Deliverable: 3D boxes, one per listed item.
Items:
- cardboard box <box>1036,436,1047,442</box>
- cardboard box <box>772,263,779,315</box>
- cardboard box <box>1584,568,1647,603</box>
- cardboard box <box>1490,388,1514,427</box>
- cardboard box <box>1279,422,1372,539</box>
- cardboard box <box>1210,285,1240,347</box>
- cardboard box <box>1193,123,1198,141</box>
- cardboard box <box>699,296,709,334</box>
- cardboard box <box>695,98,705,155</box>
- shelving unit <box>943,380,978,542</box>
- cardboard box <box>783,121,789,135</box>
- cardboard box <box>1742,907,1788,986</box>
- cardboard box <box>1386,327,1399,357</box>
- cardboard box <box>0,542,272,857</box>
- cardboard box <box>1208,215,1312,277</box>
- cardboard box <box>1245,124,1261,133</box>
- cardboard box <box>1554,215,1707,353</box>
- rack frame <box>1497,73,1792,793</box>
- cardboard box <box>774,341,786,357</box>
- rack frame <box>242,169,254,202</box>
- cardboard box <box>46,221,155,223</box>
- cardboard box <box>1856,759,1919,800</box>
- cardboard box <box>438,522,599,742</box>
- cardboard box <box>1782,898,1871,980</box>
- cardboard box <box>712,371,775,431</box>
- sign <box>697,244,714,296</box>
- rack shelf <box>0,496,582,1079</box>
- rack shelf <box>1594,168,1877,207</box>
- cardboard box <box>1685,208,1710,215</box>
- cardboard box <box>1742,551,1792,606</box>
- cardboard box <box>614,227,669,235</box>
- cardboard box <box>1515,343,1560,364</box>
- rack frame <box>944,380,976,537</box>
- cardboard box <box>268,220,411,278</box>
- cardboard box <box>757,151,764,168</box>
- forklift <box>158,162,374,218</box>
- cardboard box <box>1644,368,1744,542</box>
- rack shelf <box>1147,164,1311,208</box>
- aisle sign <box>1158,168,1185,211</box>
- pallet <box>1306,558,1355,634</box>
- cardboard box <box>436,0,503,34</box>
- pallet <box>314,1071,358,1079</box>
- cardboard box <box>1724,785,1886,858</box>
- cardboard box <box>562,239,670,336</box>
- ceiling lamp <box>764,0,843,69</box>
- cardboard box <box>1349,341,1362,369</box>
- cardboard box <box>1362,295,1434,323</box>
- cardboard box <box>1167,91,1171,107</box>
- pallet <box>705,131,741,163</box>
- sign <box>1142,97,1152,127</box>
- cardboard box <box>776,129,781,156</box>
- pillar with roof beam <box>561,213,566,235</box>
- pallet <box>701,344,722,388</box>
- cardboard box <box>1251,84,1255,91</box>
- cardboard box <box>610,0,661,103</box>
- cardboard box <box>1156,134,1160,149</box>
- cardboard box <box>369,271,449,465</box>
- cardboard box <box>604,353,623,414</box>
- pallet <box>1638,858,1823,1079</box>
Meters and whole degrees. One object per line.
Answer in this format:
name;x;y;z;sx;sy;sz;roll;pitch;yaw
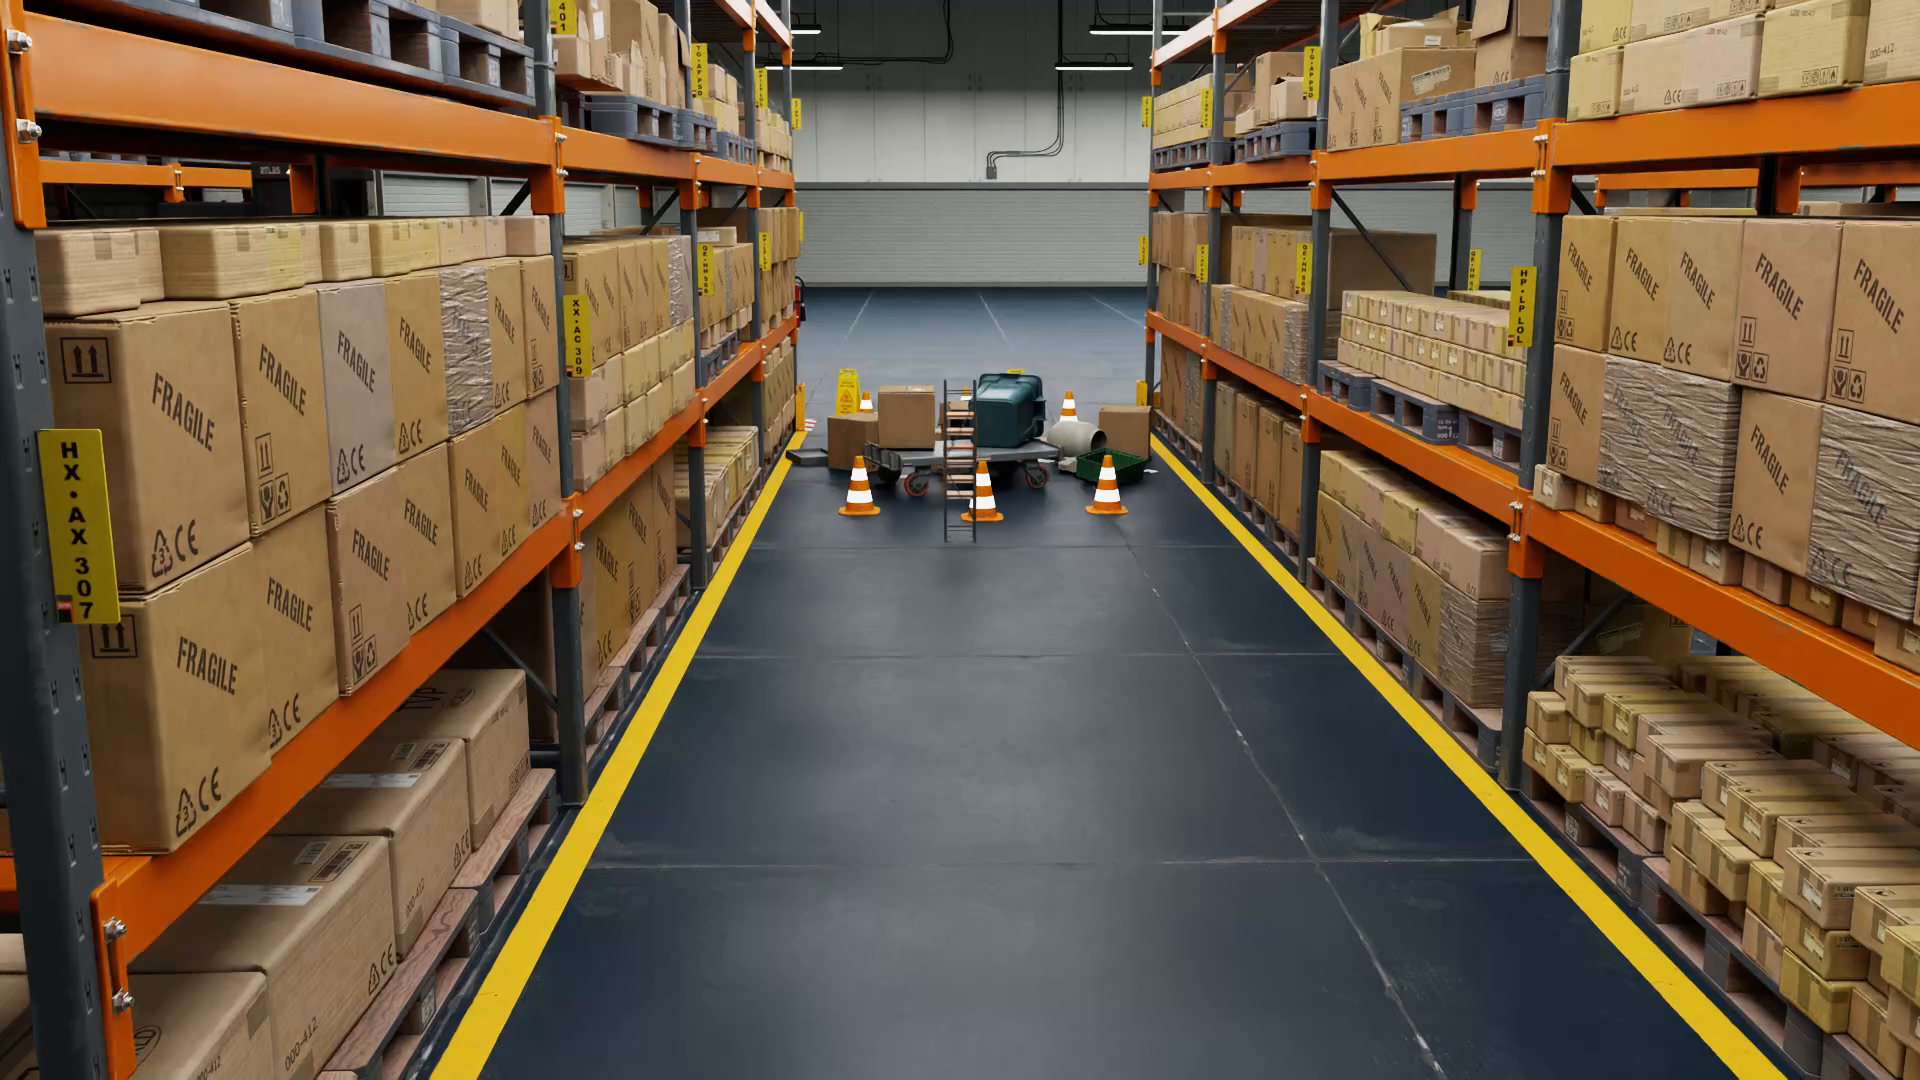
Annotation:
cardboard box;0.817;-0.976;16.704;0.396;0.266;0.258;2;12;9
cardboard box;-2.015;-2.425;15.967;0.500;0.500;0.500;0;11;-2
cardboard box;3.108;0.112;7.808;0.500;0.250;0.500;-1;11;-4
cardboard box;2.647;-0.604;7.570;0.380;0.149;0.250;0;11;-1
cardboard box;2.854;-0.412;11.646;1.050;0.750;0.750;0;11;-2
cardboard box;2.435;-1.926;14.255;0.500;0.500;0.500;0;11;-1
cardboard box;2.354;-3.757;15.311;0.380;0.149;0.250;0;11;0
cardboard box;-1.948;-1.638;11.031;0.500;0.500;0.500;-1;11;-3
cardboard box;-2.231;-2.970;11.852;0.797;0.503;0.637;0;11;-1
shelving unit;0.000;-0.591;12.454;0.258;1.200;0.189;0;11;-1
cardboard box;-2.034;-4.409;17.827;0.380;0.149;0.250;0;11;-1
cardboard box;2.625;1.233;5.050;0.380;0.149;0.250;0;11;0
cardboard box;2.612;-1.112;9.324;0.380;0.149;0.250;0;11;-1
cardboard box;-1.728;0.298;3.294;0.500;0.500;0.500;0;11;-2
cardboard box;2.720;-2.658;15.025;0.875;0.550;0.550;0;11;-1
cardboard box;2.467;-3.377;13.439;0.250;0.149;0.380;0;11;-1
cardboard box;2.625;-0.986;6.361;0.500;0.500;0.500;0;11;0
rack frame;2.859;-0.392;6.947;1.000;3.000;0.127;0;11;-1
cardboard box;-1.978;-1.947;16.955;0.380;0.149;0.250;0;11;1
rack frame;-7.298;-2.716;18.401;1.000;3.000;0.127;0;11;-1
cardboard box;-2.294;-0.737;4.251;0.380;0.149;0.250;0;11;0
cardboard box;3.227;0.836;5.509;0.380;0.149;0.250;-1;11;-3
cardboard box;-2.181;0.361;7.523;0.875;0.875;0.875;0;11;1
cardboard box;2.609;1.139;4.767;0.380;0.149;0.250;0;11;0
cardboard box;-1.995;-1.286;15.327;0.500;0.500;0.500;0;11;2
sign;-1.616;-1.717;10.566;0.100;0.325;0.005;0;11;-1
rack shelf;-2.047;0.399;4.859;1.077;0.370;4.000;0;11;-1
rack shelf;7.613;-3.498;16.520;1.077;0.370;4.000;0;11;-1
cardboard box;7.349;-2.954;16.063;0.500;0.500;0.500;0;11;-1
cardboard box;2.665;0.104;5.136;0.380;0.149;0.250;0;11;1
cardboard box;-2.472;-2.350;12.910;0.380;0.149;0.250;0;11;2
cardboard box;2.655;-0.845;7.260;0.380;0.149;0.250;0;11;1
rack frame;-0.002;-0.609;12.544;0.240;1.200;0.006;0;11;-1
cardboard box;-1.726;-0.793;4.528;0.380;0.149;0.250;-1;11;-3
cardboard box;-1.961;-3.404;14.881;0.380;0.149;0.250;0;11;-1
forklift;-5.388;-1.575;12.950;3.031;2.935;1.130;4;12;20
cardboard box;2.609;-0.289;5.438;0.500;0.500;0.500;0;11;-2
rack shelf;2.652;-3.497;16.518;1.077;0.370;4.000;0;11;-1
aisle sign;2.310;-4.064;18.510;0.394;0.787;0.004;0;11;-1
pallet;2.791;0.335;10.378;1.003;0.211;1.213;0;11;-1
cardboard box;-1.749;-1.775;5.544;0.380;0.149;0.250;0;11;0
pallet;-2.100;1.652;3.887;1.003;0.211;1.213;0;11;-1
cardboard box;2.666;0.888;5.256;0.380;0.149;0.250;0;11;-1
cardboard box;-1.876;-1.383;9.067;0.500;0.500;0.500;0;11;-1
ceiling lamp;-3.977;-13.589;42.229;2.000;3.185;0.800;0;11;-1
cardboard box;2.589;-1.127;10.144;0.380;0.149;0.250;0;11;2
cardboard box;2.601;-1.366;9.830;0.380;0.149;0.250;0;11;-1
cardboard box;2.320;-4.500;16.971;0.380;0.149;0.250;0;11;-2
pallet;-2.322;-2.990;12.683;1.213;0.211;1.003;0;11;-1
sign;2.056;-4.713;18.306;0.100;0.325;0.005;0;11;-1
cardboard box;-2.019;-3.875;16.201;0.500;0.250;0.500;0;11;-1
pillar with roof beam;-4.253;-9.110;34.828;9.100;9.000;0.548;0;11;-1
pallet;-2.292;-1.194;11.382;1.213;0.211;1.003;0;11;-1
cardboard box;2.998;-4.301;15.992;0.380;0.149;0.250;0;11;-1
cardboard box;-1.844;-2.522;8.596;0.500;0.500;0.500;0;11;-1
cardboard box;2.304;-4.259;17.788;0.380;0.149;0.250;0;11;-1
cardboard box;-1.778;-0.496;4.694;0.500;0.500;0.500;0;11;-1
cardboard box;-1.854;-0.715;7.660;0.500;0.250;0.500;0;11;0
pallet;2.936;1.351;5.368;1.003;0.211;1.213;0;11;-1
